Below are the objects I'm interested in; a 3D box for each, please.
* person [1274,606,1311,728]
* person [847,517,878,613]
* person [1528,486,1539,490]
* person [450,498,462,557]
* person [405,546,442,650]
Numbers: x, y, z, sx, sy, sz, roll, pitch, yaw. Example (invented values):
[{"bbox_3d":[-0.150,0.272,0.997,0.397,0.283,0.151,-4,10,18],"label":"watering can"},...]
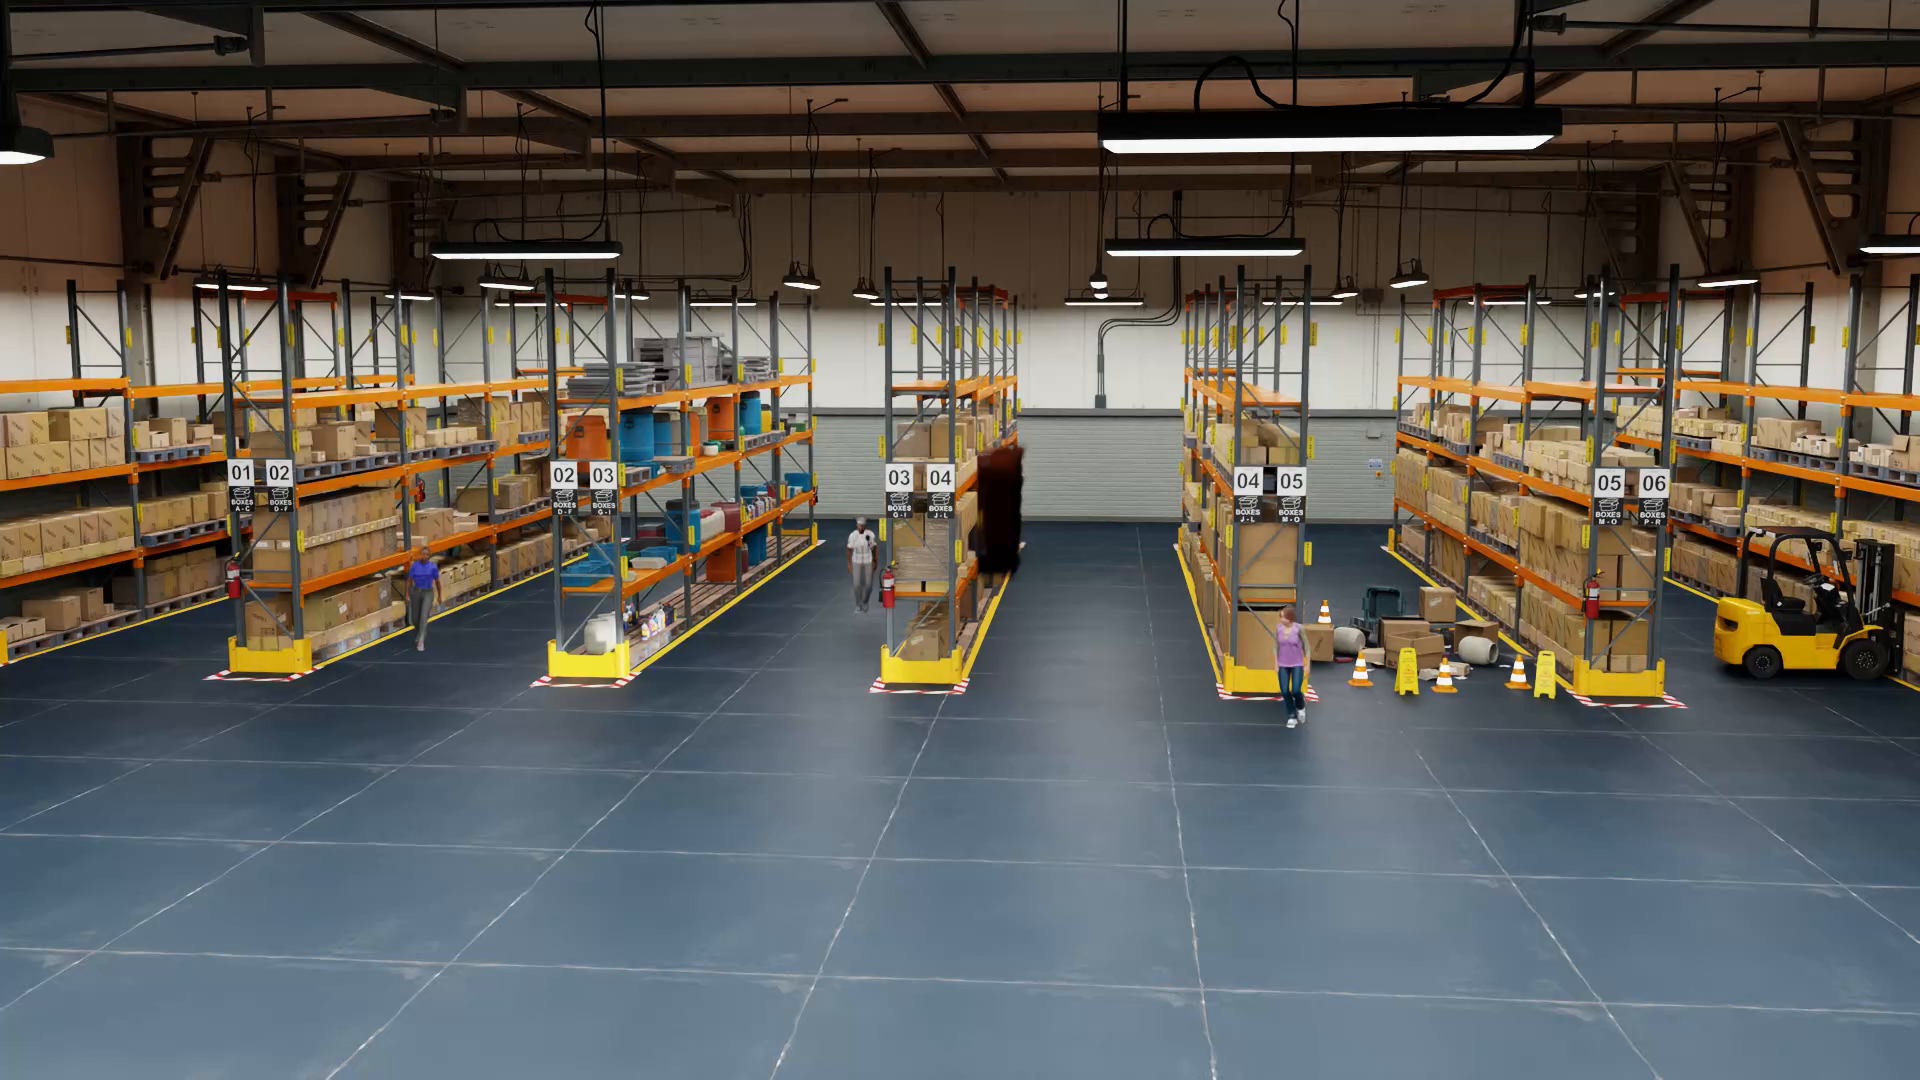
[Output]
[{"bbox_3d":[4.289,1.628,21.471,0.498,1.579,0.455,4,8,30],"label":"person"},{"bbox_3d":[-1.687,0.433,28.755,0.540,1.711,0.499,0,7,0],"label":"person"},{"bbox_3d":[14.523,-0.919,42.034,0.967,1.631,0.437,0,7,-2],"label":"person"},{"bbox_3d":[-10.946,-0.259,36.206,0.632,1.752,0.703,1,7,6],"label":"person"},{"bbox_3d":[-8.736,0.922,27.083,0.543,1.640,0.805,-1,7,-12],"label":"person"}]
